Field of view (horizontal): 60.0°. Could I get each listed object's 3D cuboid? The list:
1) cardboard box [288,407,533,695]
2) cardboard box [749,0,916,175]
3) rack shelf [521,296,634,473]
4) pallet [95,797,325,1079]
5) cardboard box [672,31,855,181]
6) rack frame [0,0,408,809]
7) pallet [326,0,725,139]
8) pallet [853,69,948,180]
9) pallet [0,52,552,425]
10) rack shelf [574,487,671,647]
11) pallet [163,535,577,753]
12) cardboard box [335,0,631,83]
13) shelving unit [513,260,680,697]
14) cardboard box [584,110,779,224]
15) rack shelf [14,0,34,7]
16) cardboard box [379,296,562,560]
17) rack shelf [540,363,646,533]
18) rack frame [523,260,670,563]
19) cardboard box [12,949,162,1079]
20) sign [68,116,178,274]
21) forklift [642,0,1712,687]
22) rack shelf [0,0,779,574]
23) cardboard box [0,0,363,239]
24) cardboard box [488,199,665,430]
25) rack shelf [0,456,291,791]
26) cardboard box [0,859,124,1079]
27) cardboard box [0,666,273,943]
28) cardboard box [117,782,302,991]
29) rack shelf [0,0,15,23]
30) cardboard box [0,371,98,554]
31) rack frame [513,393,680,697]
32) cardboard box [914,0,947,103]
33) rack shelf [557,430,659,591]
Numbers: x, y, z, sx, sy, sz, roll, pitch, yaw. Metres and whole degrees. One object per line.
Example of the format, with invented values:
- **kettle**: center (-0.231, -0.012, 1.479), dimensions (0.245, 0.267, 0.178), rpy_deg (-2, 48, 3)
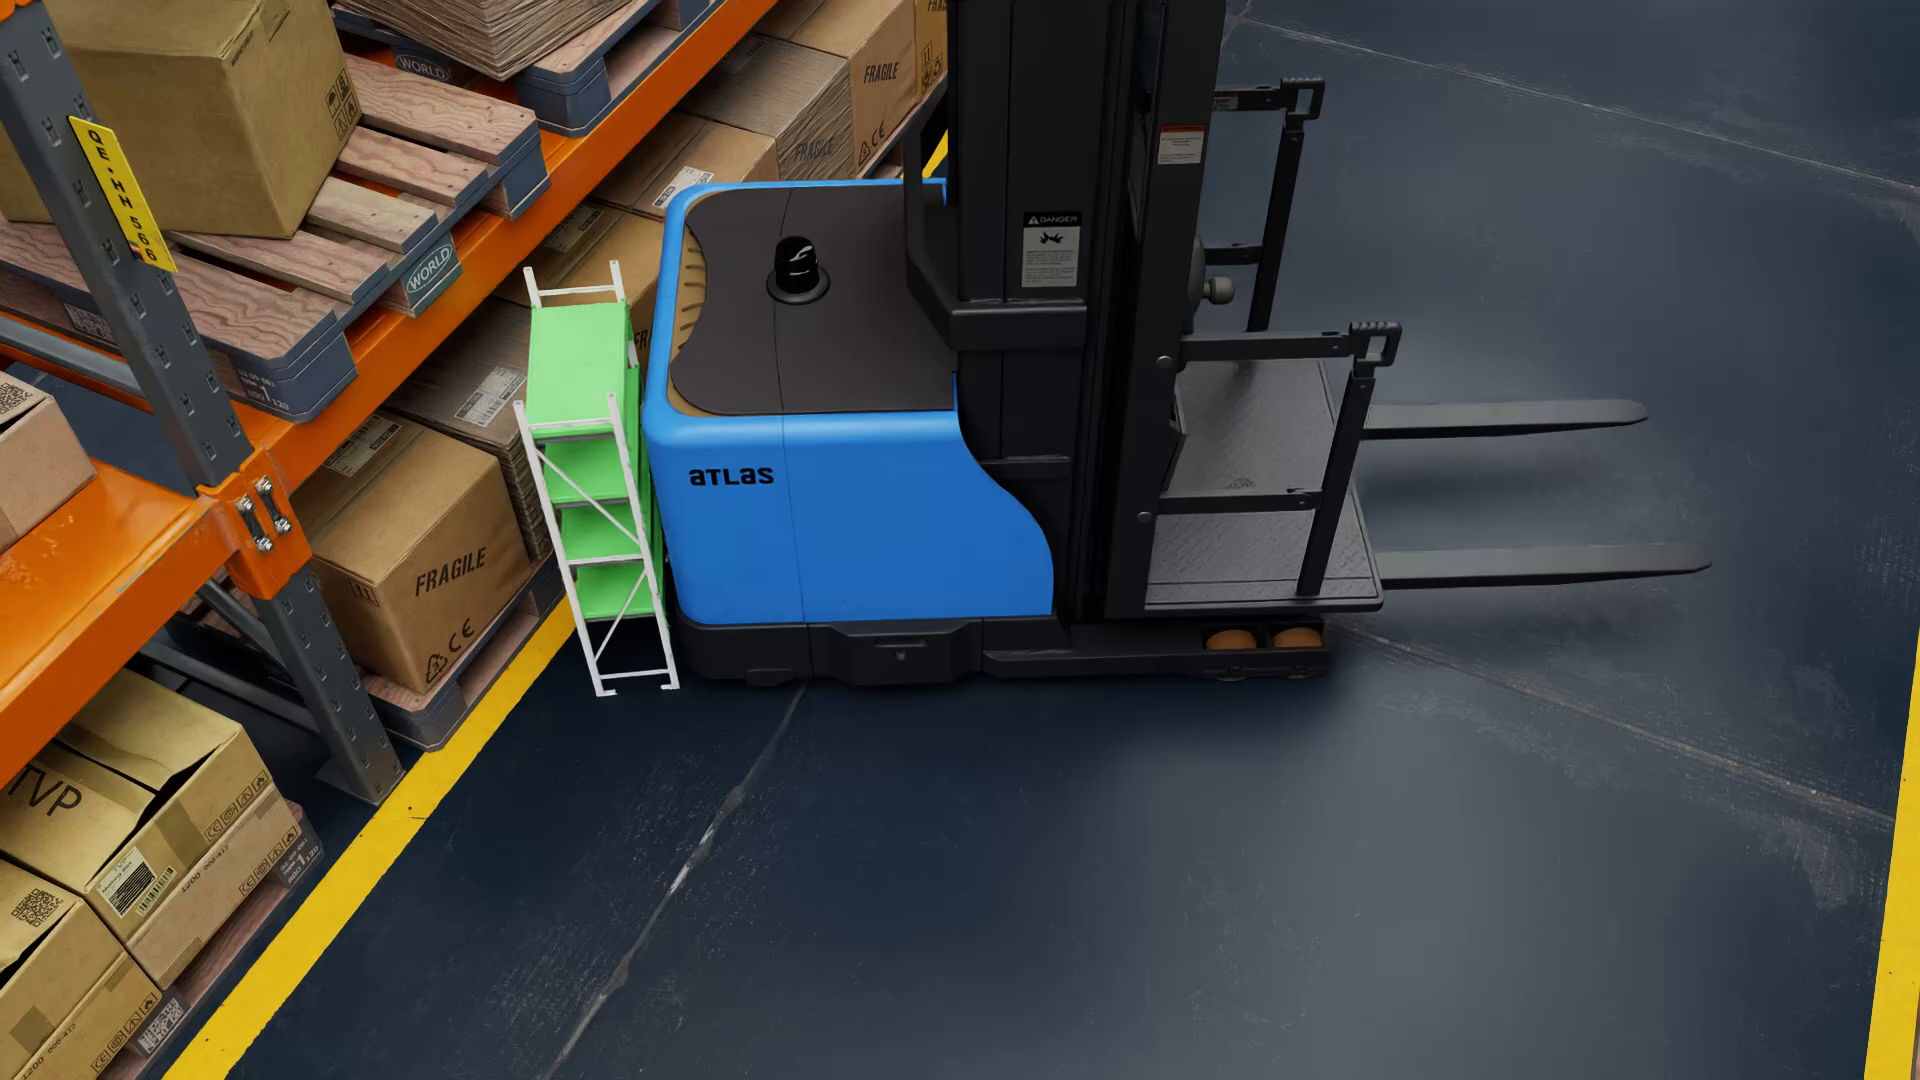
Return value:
- **cardboard box**: center (-1.584, 0.015, 4.620), dimensions (0.500, 0.500, 0.500), rpy_deg (22, 53, 18)
- **cardboard box**: center (-0.499, -1.749, 6.121), dimensions (0.500, 0.500, 0.500), rpy_deg (20, 52, 16)
- **rack shelf**: center (-0.971, -0.401, 4.257), dimensions (0.258, 0.148, 0.480), rpy_deg (-5, 50, -4)
- **pallet**: center (-2.424, 1.025, 4.239), dimensions (1.003, 0.211, 1.213), rpy_deg (20, 52, 16)
- **cardboard box**: center (-0.713, -1.403, 5.827), dimensions (0.500, 0.500, 0.500), rpy_deg (20, 53, 17)
- **rack frame**: center (-2.037, -0.432, 3.648), dimensions (1.000, 3.000, 0.127), rpy_deg (20, 52, 16)
- **pallet**: center (-1.211, -1.711, 4.862), dimensions (1.003, 0.211, 1.213), rpy_deg (20, 52, 16)
- **pallet**: center (-0.642, -1.711, 6.567), dimensions (1.003, 0.211, 1.213), rpy_deg (20, 52, 16)
- **pallet**: center (-1.811, -0.860, 4.138), dimensions (1.213, 0.211, 1.003), rpy_deg (20, 52, 16)
- **rack shelf**: center (-0.972, 0.065, 4.806), dimensions (0.258, 0.148, 0.480), rpy_deg (-5, 50, -4)
- **pallet**: center (-1.684, -0.031, 5.137), dimensions (1.003, 0.211, 1.213), rpy_deg (20, 52, 16)
- **cardboard box**: center (-1.307, -1.639, 4.334), dimensions (0.700, 0.500, 0.500), rpy_deg (29, 56, 23)
- **shelving unit**: center (-0.971, -0.132, 4.574), dimensions (0.258, 1.200, 0.503), rpy_deg (-5, 50, -4)
- **cardboard box**: center (-0.929, -1.052, 5.528), dimensions (0.500, 0.500, 0.500), rpy_deg (18, 52, 15)
- **rack shelf**: center (-1.183, -2.549, 3.952), dimensions (1.077, 0.370, 4.000), rpy_deg (20, 52, 16)
- **cardboard box**: center (-1.366, -0.348, 4.929), dimensions (0.500, 0.500, 0.500), rpy_deg (18, 52, 15)
- **rack shelf**: center (-0.971, -0.246, 4.440), dimensions (0.258, 0.148, 0.480), rpy_deg (-5, 50, -4)
- **rack frame**: center (-1.001, -0.316, 4.731), dimensions (0.240, 1.200, 0.015), rpy_deg (-5, 50, -4)
- **cardboard box**: center (-2.258, 1.120, 3.857), dimensions (0.500, 0.250, 0.500), rpy_deg (19, 52, 16)
- **sign**: center (-1.534, -0.629, 3.056), dimensions (0.100, 0.325, 0.005), rpy_deg (20, 52, 16)
- **forklift**: center (0.690, -0.940, 4.126), dimensions (3.031, 2.935, 1.130), rpy_deg (-2, 50, -1)
- **rack shelf**: center (-1.183, -1.576, 5.094), dimensions (1.077, 0.370, 4.000), rpy_deg (20, 52, 16)
- **cardboard box**: center (-1.870, -1.071, 3.851), dimensions (0.700, 0.500, 0.500), rpy_deg (4, 50, 4)
- **cardboard box**: center (-1.147, -0.691, 5.221), dimensions (0.500, 0.500, 0.500), rpy_deg (19, 52, 16)
- **rack shelf**: center (-2.892, 1.178, 2.750), dimensions (1.077, 0.370, 4.000), rpy_deg (20, 52, 16)
- **cardboard box**: center (-2.255, 0.942, 3.641), dimensions (0.500, 0.311, 0.500), rpy_deg (19, 52, 16)
- **cardboard box**: center (-2.038, 0.582, 3.947), dimensions (0.500, 0.311, 0.500), rpy_deg (21, 53, 17)
- **cardboard box**: center (-2.041, 0.764, 4.160), dimensions (0.500, 0.250, 0.500), rpy_deg (21, 53, 17)
- **rack shelf**: center (-2.892, 0.206, 1.608), dimensions (1.077, 0.370, 4.000), rpy_deg (20, 52, 16)
- **cardboard box**: center (-2.232, -0.167, 3.481), dimensions (0.500, 0.311, 0.500), rpy_deg (23, 53, 18)
- **rack frame**: center (-0.942, 0.053, 4.417), dimensions (0.240, 1.200, 0.015), rpy_deg (-5, 50, -4)
- **cardboard box**: center (-0.280, -2.086, 6.408), dimensions (0.500, 0.500, 0.500), rpy_deg (20, 52, 16)
- **rack shelf**: center (-0.971, -0.090, 4.623), dimensions (0.258, 0.148, 0.480), rpy_deg (-5, 50, -4)
